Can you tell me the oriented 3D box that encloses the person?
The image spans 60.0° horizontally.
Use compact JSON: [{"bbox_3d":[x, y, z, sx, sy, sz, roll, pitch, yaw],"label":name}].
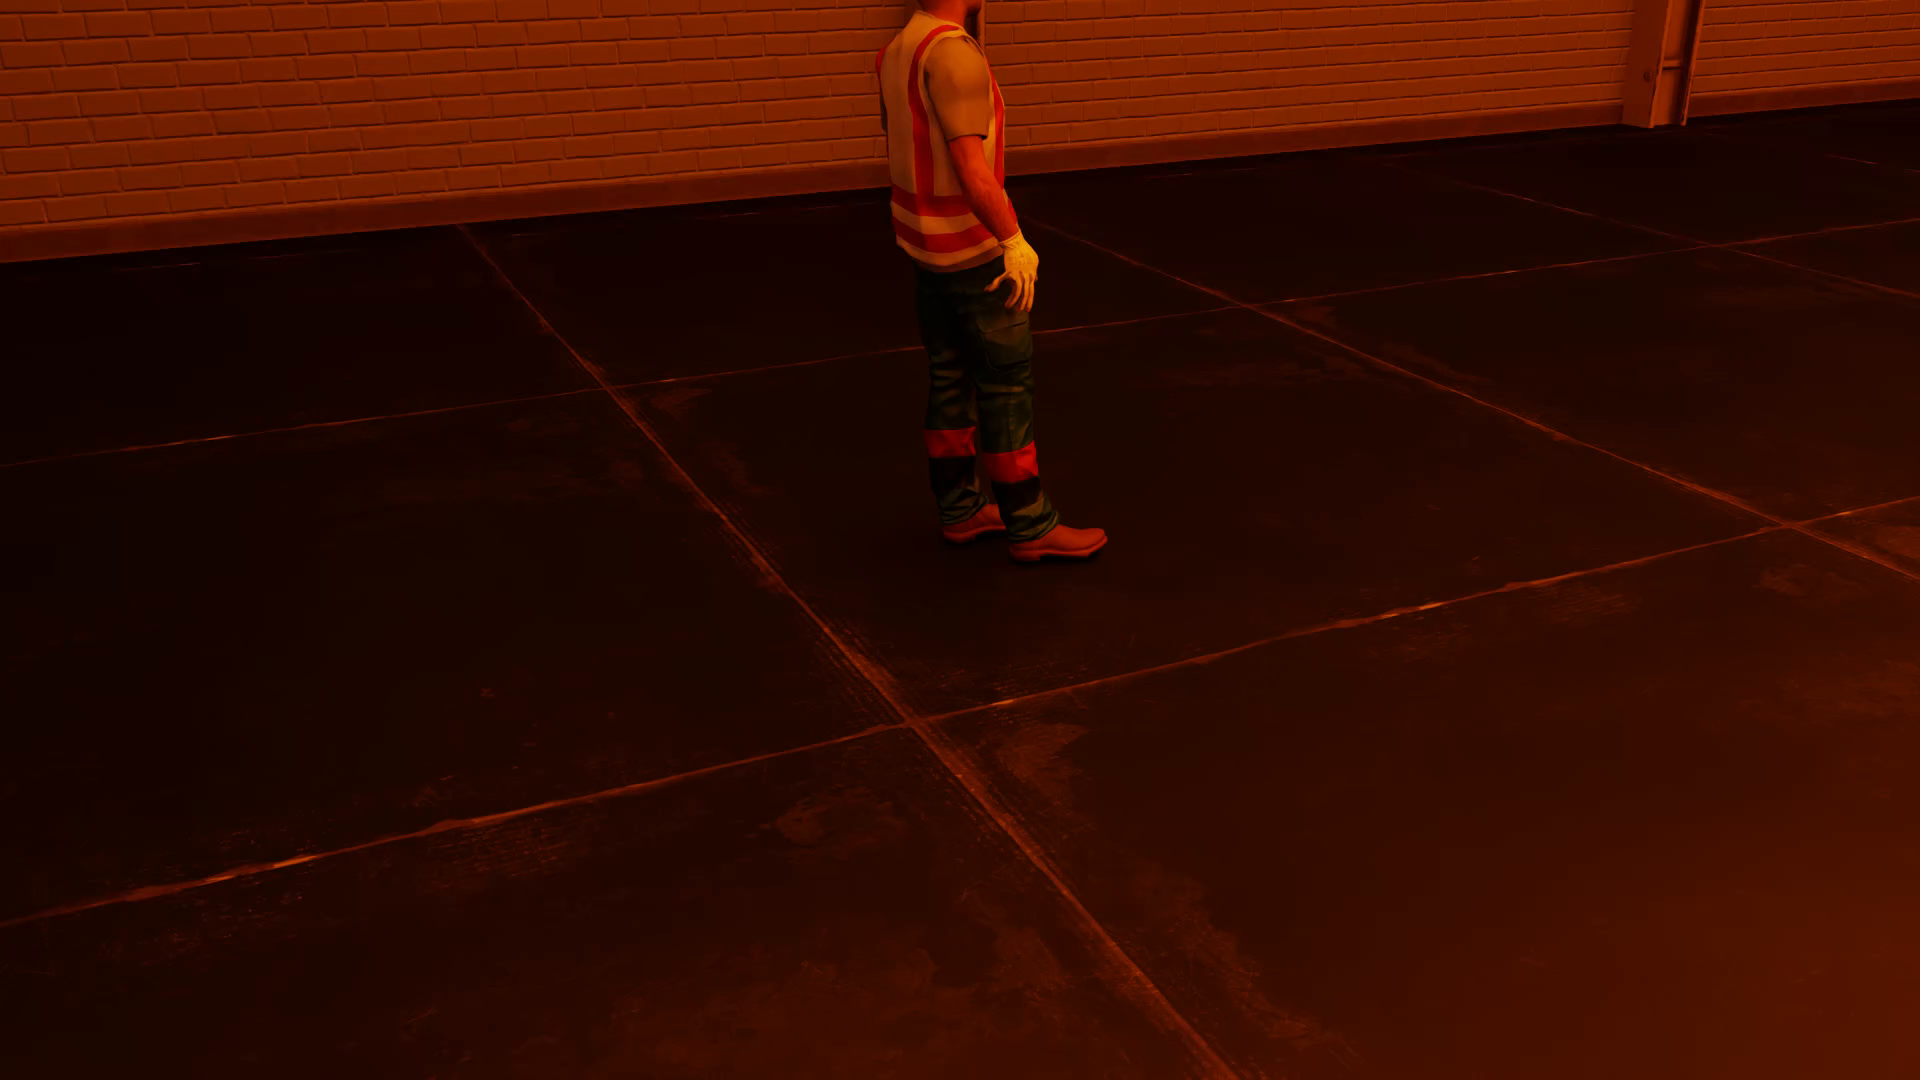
[{"bbox_3d":[0.078,-0.842,4.782,0.564,1.787,0.637,-10,25,-23],"label":"person"}]
